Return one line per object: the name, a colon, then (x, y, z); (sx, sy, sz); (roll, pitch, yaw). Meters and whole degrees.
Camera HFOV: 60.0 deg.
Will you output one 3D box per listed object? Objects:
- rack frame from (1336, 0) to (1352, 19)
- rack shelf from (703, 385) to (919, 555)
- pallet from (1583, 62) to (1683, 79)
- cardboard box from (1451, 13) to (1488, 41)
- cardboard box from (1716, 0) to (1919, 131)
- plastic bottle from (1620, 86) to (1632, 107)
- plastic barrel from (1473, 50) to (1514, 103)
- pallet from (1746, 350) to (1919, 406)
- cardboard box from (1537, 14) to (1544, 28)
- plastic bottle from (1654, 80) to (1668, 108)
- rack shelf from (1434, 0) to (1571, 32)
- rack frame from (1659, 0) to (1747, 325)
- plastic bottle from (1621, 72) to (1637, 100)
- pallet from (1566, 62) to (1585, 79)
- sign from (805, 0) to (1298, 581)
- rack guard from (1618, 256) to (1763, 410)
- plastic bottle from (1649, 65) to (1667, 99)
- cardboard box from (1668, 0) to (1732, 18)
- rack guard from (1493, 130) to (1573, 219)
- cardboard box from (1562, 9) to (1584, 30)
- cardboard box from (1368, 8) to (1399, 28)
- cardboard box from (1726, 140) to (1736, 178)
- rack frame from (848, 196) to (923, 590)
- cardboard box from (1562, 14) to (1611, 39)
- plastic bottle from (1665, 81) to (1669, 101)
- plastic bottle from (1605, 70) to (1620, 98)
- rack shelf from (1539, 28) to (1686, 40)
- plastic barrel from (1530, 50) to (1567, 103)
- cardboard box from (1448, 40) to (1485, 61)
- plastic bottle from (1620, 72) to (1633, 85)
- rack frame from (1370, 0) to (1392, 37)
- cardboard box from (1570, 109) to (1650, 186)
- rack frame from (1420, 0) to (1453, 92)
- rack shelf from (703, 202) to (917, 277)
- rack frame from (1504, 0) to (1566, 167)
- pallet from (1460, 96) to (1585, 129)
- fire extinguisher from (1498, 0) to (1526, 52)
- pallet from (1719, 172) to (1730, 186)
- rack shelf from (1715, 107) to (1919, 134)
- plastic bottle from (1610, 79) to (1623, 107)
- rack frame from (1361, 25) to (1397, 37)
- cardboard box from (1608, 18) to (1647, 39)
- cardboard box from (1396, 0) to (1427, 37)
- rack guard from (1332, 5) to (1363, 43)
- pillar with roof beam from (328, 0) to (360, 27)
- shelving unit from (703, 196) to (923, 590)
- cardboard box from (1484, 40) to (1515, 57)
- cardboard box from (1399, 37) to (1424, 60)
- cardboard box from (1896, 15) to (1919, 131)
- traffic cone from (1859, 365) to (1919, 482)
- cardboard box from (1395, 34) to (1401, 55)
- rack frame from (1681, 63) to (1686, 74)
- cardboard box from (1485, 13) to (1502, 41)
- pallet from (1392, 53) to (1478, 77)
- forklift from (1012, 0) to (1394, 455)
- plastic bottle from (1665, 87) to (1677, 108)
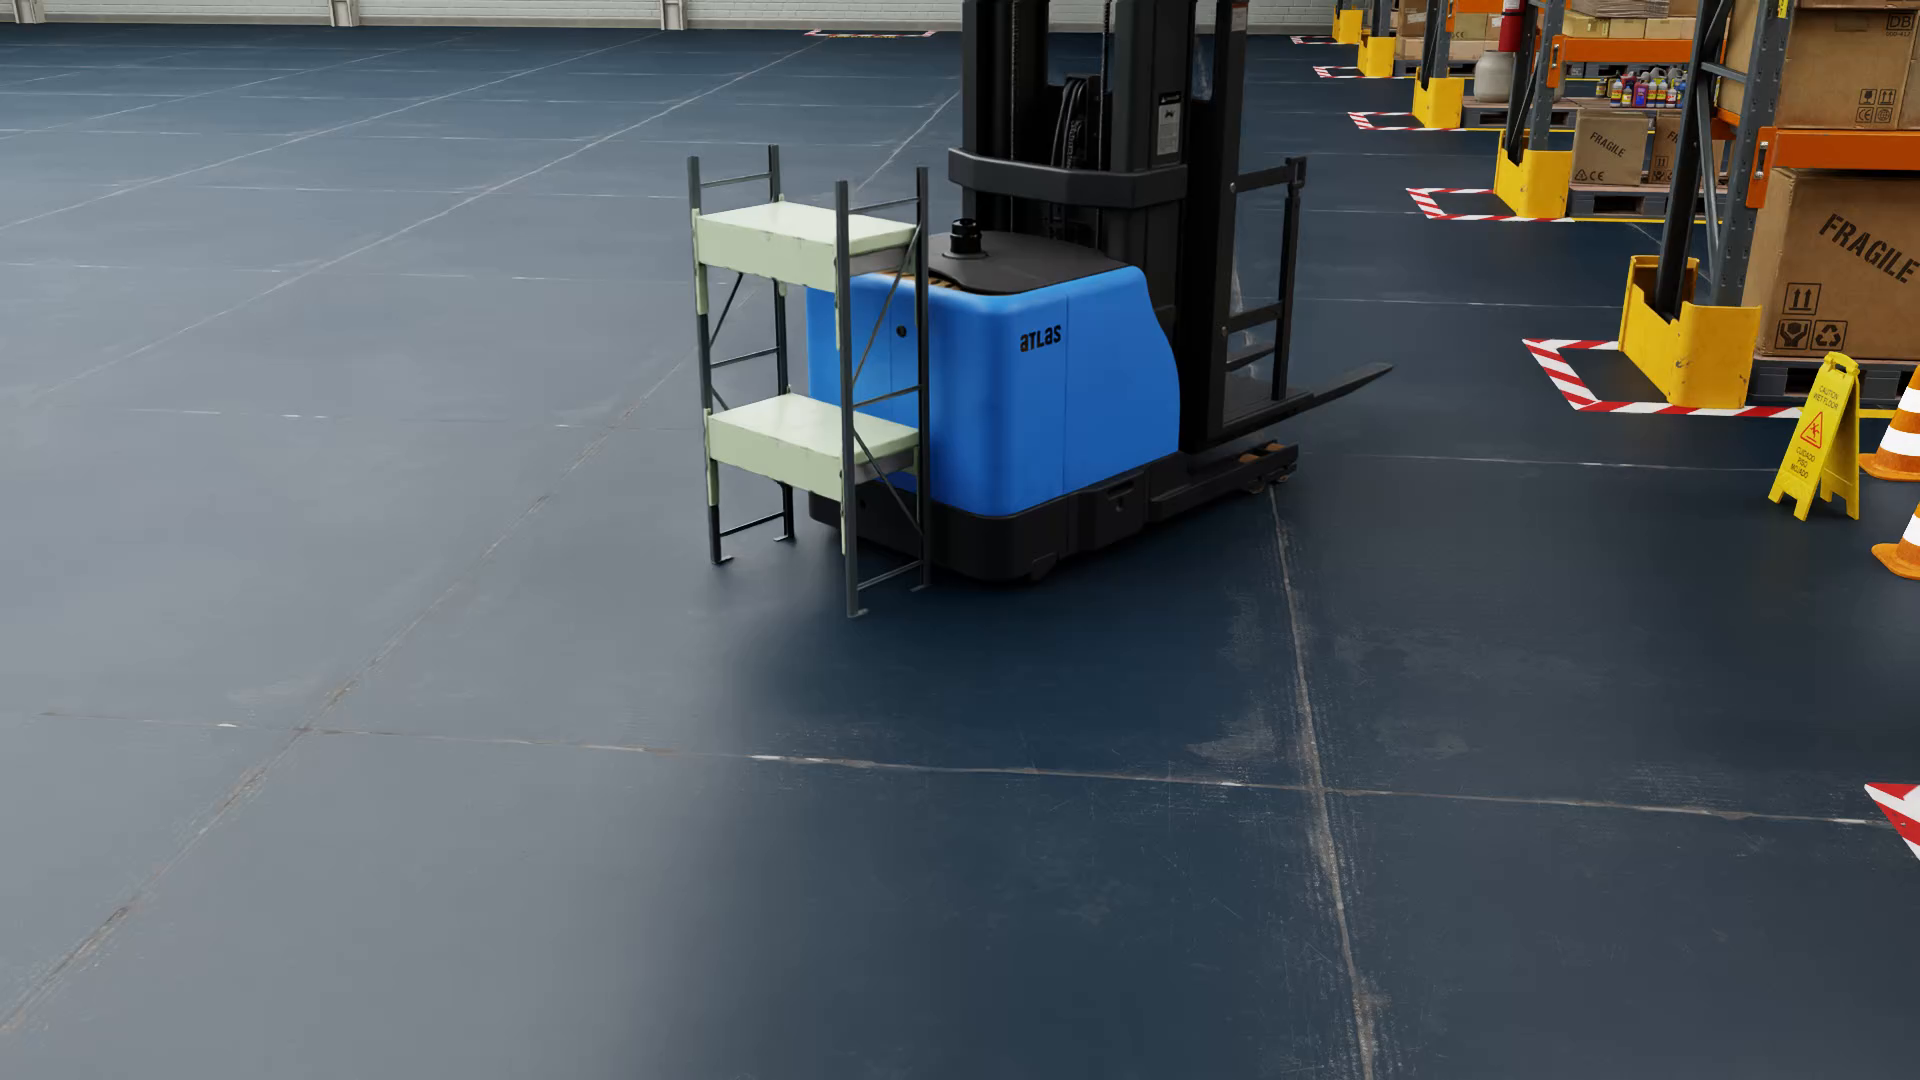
rack frame: (5.579, -8.976, 21.245); (0.127, 5.808, 10.885); (2, 22, 6)
rack shelf: (-0.518, -0.266, 5.960); (0.720, 0.370, 0.431); (19, 28, 39)
pallet: (8.768, -6.246, 21.951); (1.213, 0.211, 1.003); (2, 22, 6)
cardboard box: (9.523, -6.671, 21.382); (6.424, 0.500, 0.536); (2, 22, 6)
cardboard box: (4.101, -2.313, 8.006); (0.550, 0.550, 0.875); (2, 22, 6)
plastic bottle: (6.861, -4.564, 17.112); (0.097, 0.201, 0.097); (0, 22, 0)
plastic barrel: (5.657, -4.895, 17.555); (0.421, 0.512, 0.421); (0, 22, 0)
pallet: (4.531, -0.940, 8.530); (1.213, 0.211, 1.003); (2, 22, 6)
cardboard box: (7.577, -6.761, 21.610); (0.500, 0.500, 0.500); (2, 22, 6)
plastic bottle: (7.198, -4.582, 17.062); (0.097, 0.271, 0.097); (0, 22, 0)
rack shelf: (6.980, -5.436, 17.089); (4.000, 0.370, 1.077); (2, 22, 6)
rack frame: (3.728, -2.244, 8.035); (0.053, 2.616, 0.949); (2, 22, 6)
plastic bottle: (7.105, -4.820, 17.647); (0.133, 0.283, 0.061); (2, 22, 6)
pallet: (7.553, -6.298, 22.082); (1.213, 0.211, 1.003); (2, 22, 6)
sign: (0.391, -1.466, 6.304); (2.025, 2.768, 2.177); (2, 22, 6)
rack guard: (3.703, -1.081, 8.495); (0.348, 0.500, 1.175); (2, 22, 6)
plastic bottle: (7.419, -4.878, 17.703); (0.185, 0.351, 0.144); (3, 22, 9)
cardboard box: (5.465, -4.222, 12.499); (0.500, 0.500, 0.875); (2, 22, 6)
rack guard: (4.487, -2.883, 13.053); (0.348, 0.500, 1.175); (2, 22, 6)
cardboard box: (4.719, -3.995, 12.807); (0.250, 0.149, 0.380); (2, 22, 6)
cardboard box: (6.837, -8.366, 26.580); (0.500, 0.311, 0.500); (0, 22, 0)
cardboard box: (6.247, -3.001, 12.781); (0.500, 0.500, 0.500); (5, 22, 11)
rack frame: (-0.250, -0.478, 5.609); (0.010, 1.308, 0.380); (19, 28, 39)
cardboard box: (4.666, -3.833, 12.397); (0.250, 0.149, 0.380); (2, 22, 6)
plastic bottle: (7.449, -4.763, 17.615); (0.097, 0.201, 0.097); (0, 22, 0)
plastic bottle: (6.988, -4.881, 17.802); (0.133, 0.283, 0.061); (3, 22, 8)
rack shelf: (6.397, -3.752, 12.466); (3.809, 0.052, 0.919); (2, 22, 6)
plastic barrel: (6.155, -4.874, 17.500); (0.421, 0.512, 0.421); (0, 22, 0)
cardboard box: (6.584, -6.458, 21.863); (0.500, 0.250, 0.500); (2, 22, 6)
plastic bottle: (7.117, -4.855, 17.747); (0.135, 0.276, 0.152); (3, 22, 7)
rack frame: (5.581, -7.666, 21.750); (0.127, 3.000, 1.000); (2, 22, 6)
cardboard box: (5.029, -3.049, 12.900); (0.500, 0.500, 0.500); (7, 23, 16)
rack frame: (4.994, -5.857, 17.176); (0.127, 3.000, 1.000); (2, 22, 6)
rack shelf: (-0.518, -1.023, 5.661); (0.686, 0.124, 0.368); (19, 28, 39)
rack frame: (4.411, -4.049, 12.602); (0.127, 3.000, 1.000); (2, 22, 6)
pallet: (5.881, -4.537, 17.630); (1.213, 0.211, 1.003); (2, 22, 6)
fire extinguisher: (4.352, -4.186, 13.054); (0.183, 0.674, 0.296); (2, 22, 6)
pallet: (6.498, -2.647, 12.849); (1.213, 0.211, 1.003); (2, 22, 6)
rack shelf: (5.713, -1.946, 7.897); (3.809, 0.052, 0.919); (2, 22, 6)
plastic bottle: (6.758, -4.601, 17.110); (0.097, 0.271, 0.097); (0, 22, 0)
rack frame: (7.038, -8.126, 26.708); (1.213, 0.211, 1.003); (2, 22, 6)
cardboard box: (4.912, -3.815, 12.352); (0.250, 0.149, 0.380); (2, 22, 6)
cardboard box: (6.148, -7.017, 22.256); (0.500, 0.500, 0.500); (2, 22, 6)
rack guard: (6.236, -8.309, 26.776); (0.348, 0.500, 1.175); (2, 22, 6)
pillar with roof beam: (-11.424, -11.757, 23.939); (0.400, 9.000, 9.100); (2, 22, 6)
shelving unit: (-0.514, -0.568, 5.837); (0.731, 1.308, 0.431); (19, 28, 39)
cardboard box: (7.081, -6.436, 21.808); (0.500, 0.250, 0.500); (2, 22, 6)
cardboard box: (6.087, -6.478, 21.914); (0.500, 0.250, 0.500); (2, 22, 6)
cardboard box: (4.650, -2.297, 7.966); (0.550, 0.550, 0.875); (2, 22, 6)
traffic cone: (4.088, -0.521, 7.129); (0.334, 0.463, 0.336); (2, 22, 6)
cardboard box: (6.148, -6.667, 22.392); (0.500, 0.250, 0.500); (2, 22, 6)
rack frame: (9.553, -7.493, 21.312); (0.127, 3.000, 1.000); (2, 22, 6)
cardboard box: (7.082, -6.789, 21.680); (0.500, 0.500, 0.500); (2, 22, 6)
pallet: (6.345, -6.351, 22.218); (1.213, 0.211, 1.003); (2, 22, 6)
forklift: (0.792, -1.668, 6.673); (1.121, 2.935, 3.031); (19, 29, 40)
plastic bottle: (7.296, -4.545, 17.064); (0.097, 0.201, 0.097); (0, 22, 0)
